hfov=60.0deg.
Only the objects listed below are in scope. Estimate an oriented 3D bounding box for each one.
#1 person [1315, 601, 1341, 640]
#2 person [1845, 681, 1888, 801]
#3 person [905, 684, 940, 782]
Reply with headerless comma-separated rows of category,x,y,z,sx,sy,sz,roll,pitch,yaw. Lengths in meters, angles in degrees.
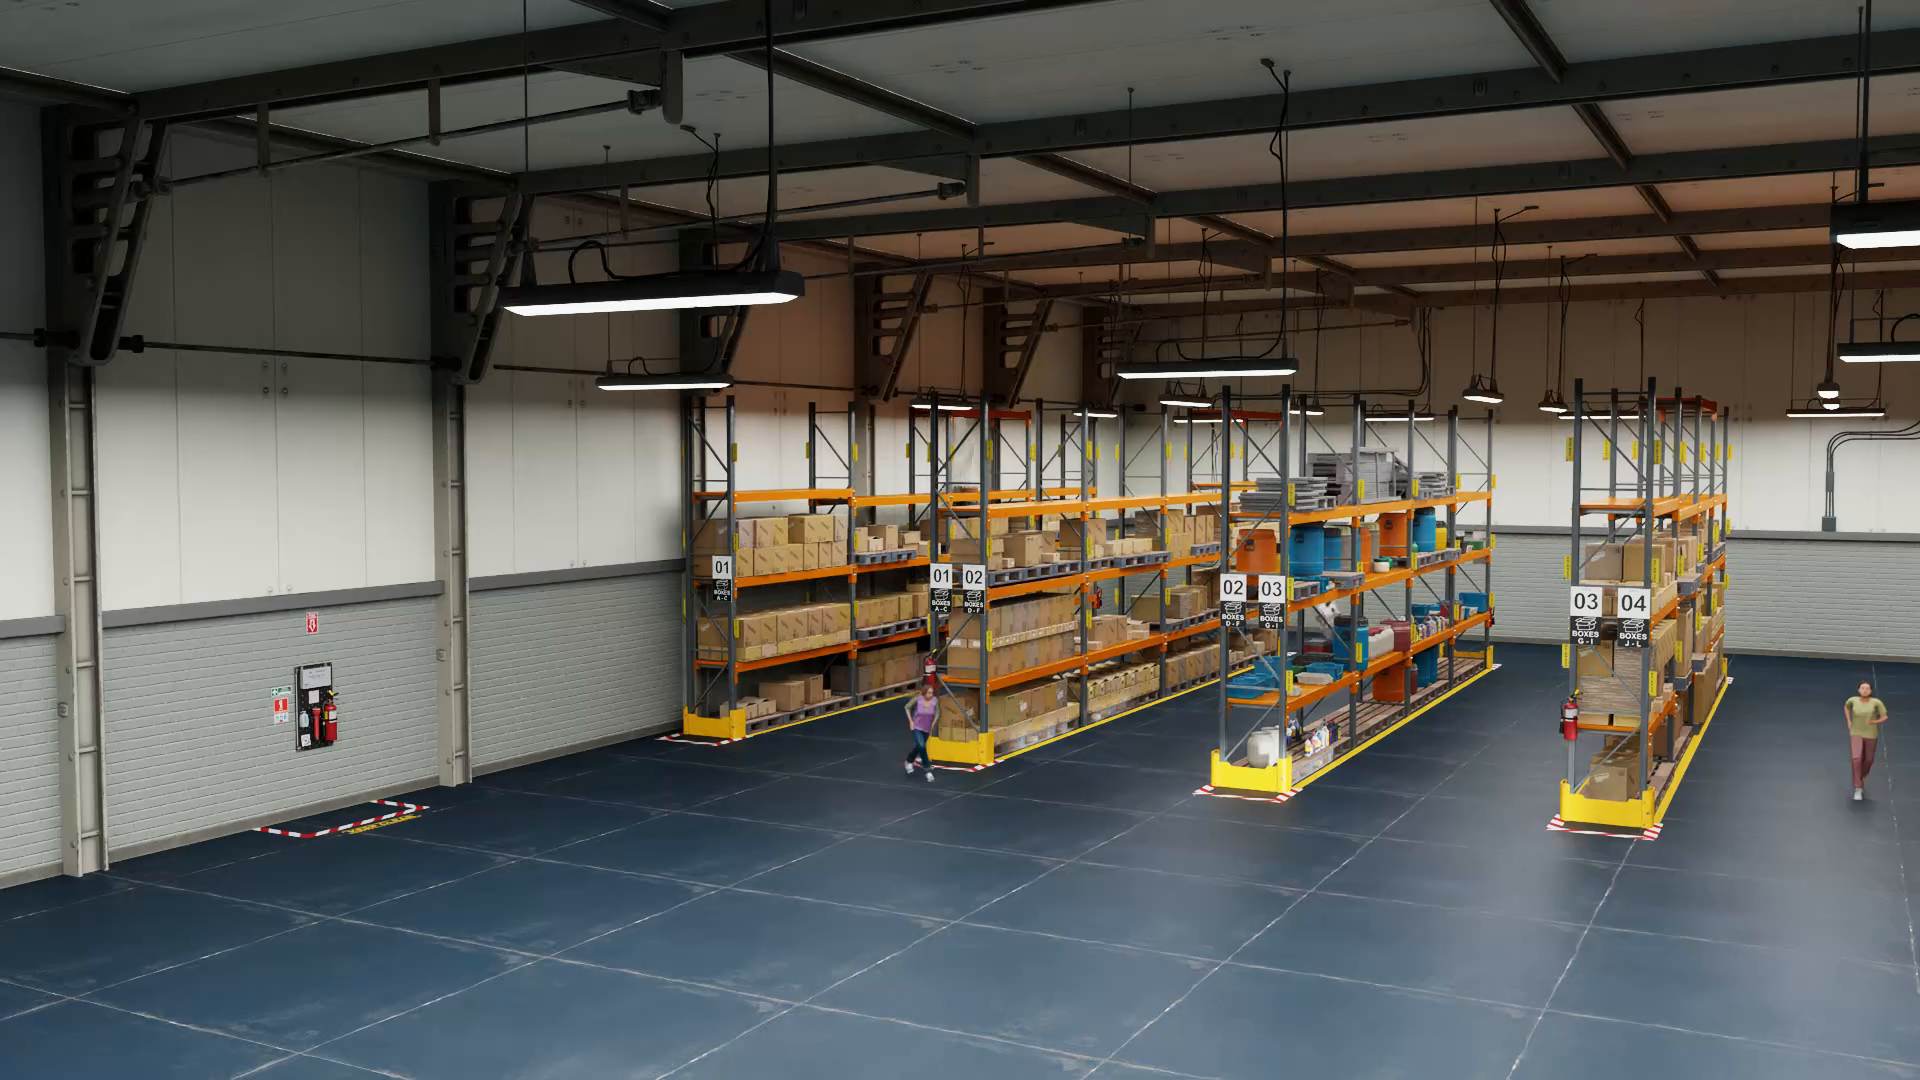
person,8.843,2.089,39.895,0.601,1.637,0.607,0,3,3
person,13.244,2.895,24.313,0.542,1.701,1.062,1,3,24
person,-0.616,2.915,25.578,0.527,1.497,0.889,-1,3,-21
